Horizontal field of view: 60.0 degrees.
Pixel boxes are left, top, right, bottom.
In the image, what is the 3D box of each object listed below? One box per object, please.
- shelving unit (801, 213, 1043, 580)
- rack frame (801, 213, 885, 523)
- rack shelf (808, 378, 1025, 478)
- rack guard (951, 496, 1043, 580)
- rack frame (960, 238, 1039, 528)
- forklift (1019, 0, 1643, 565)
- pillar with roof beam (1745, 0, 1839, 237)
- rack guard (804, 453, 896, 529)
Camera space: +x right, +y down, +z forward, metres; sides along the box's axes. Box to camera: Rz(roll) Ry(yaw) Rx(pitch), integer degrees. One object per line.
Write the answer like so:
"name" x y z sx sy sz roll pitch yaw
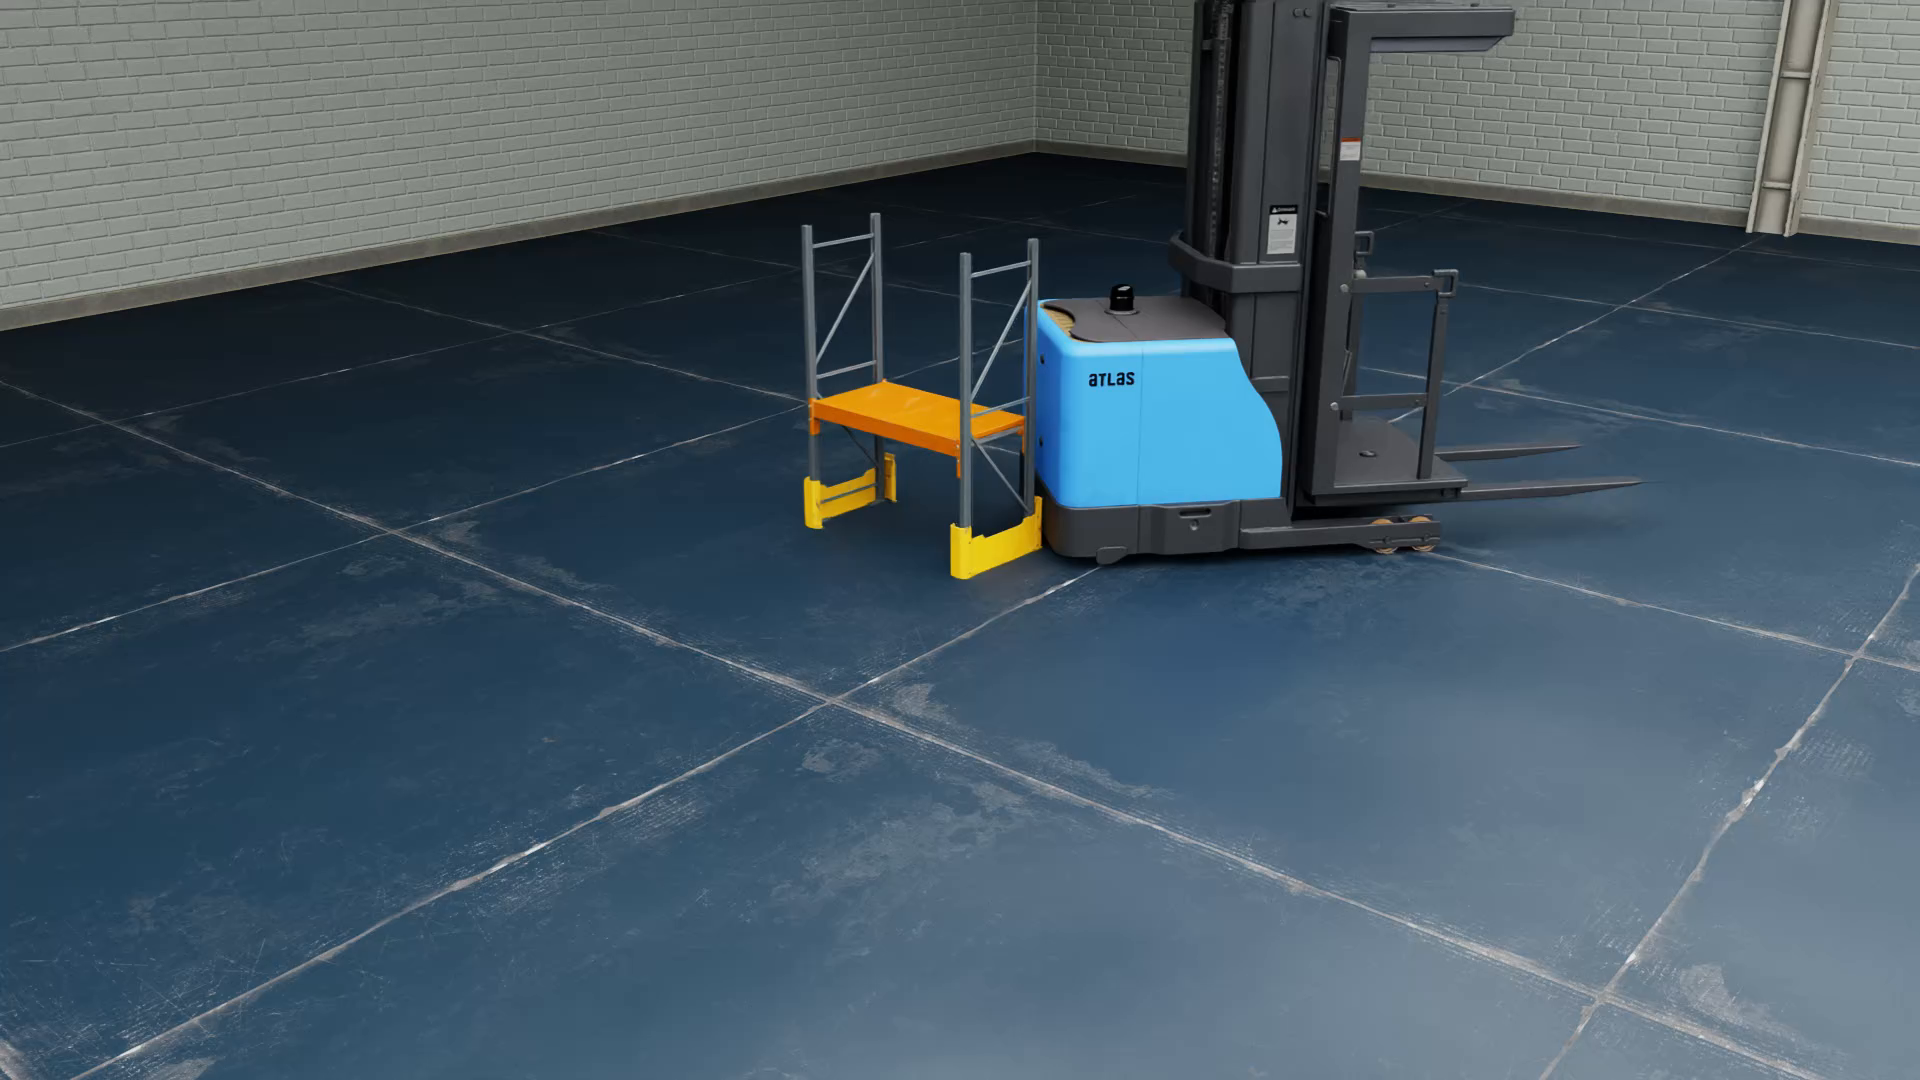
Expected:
"shelving unit" -0.190 -0.721 7.954 1.083 1.500 0.587 18 27 39
"rack frame" -0.571 -0.844 8.281 0.032 1.500 0.500 18 27 39
"rack shelf" -0.197 -0.555 8.023 1.000 0.185 0.538 18 27 39
"rack guard" 0.177 -0.017 7.859 0.087 0.250 0.587 18 27 39
"rack frame" 0.178 -0.602 7.638 0.032 1.500 0.500 18 27 39
"forklift" 1.870 -1.484 7.951 3.031 2.935 1.130 -3 21 -9
"pillar with roof beam" 5.111 -6.006 11.343 0.400 9.000 9.100 16 26 36
"rack guard" -0.557 -0.255 8.489 0.087 0.250 0.587 18 27 39
